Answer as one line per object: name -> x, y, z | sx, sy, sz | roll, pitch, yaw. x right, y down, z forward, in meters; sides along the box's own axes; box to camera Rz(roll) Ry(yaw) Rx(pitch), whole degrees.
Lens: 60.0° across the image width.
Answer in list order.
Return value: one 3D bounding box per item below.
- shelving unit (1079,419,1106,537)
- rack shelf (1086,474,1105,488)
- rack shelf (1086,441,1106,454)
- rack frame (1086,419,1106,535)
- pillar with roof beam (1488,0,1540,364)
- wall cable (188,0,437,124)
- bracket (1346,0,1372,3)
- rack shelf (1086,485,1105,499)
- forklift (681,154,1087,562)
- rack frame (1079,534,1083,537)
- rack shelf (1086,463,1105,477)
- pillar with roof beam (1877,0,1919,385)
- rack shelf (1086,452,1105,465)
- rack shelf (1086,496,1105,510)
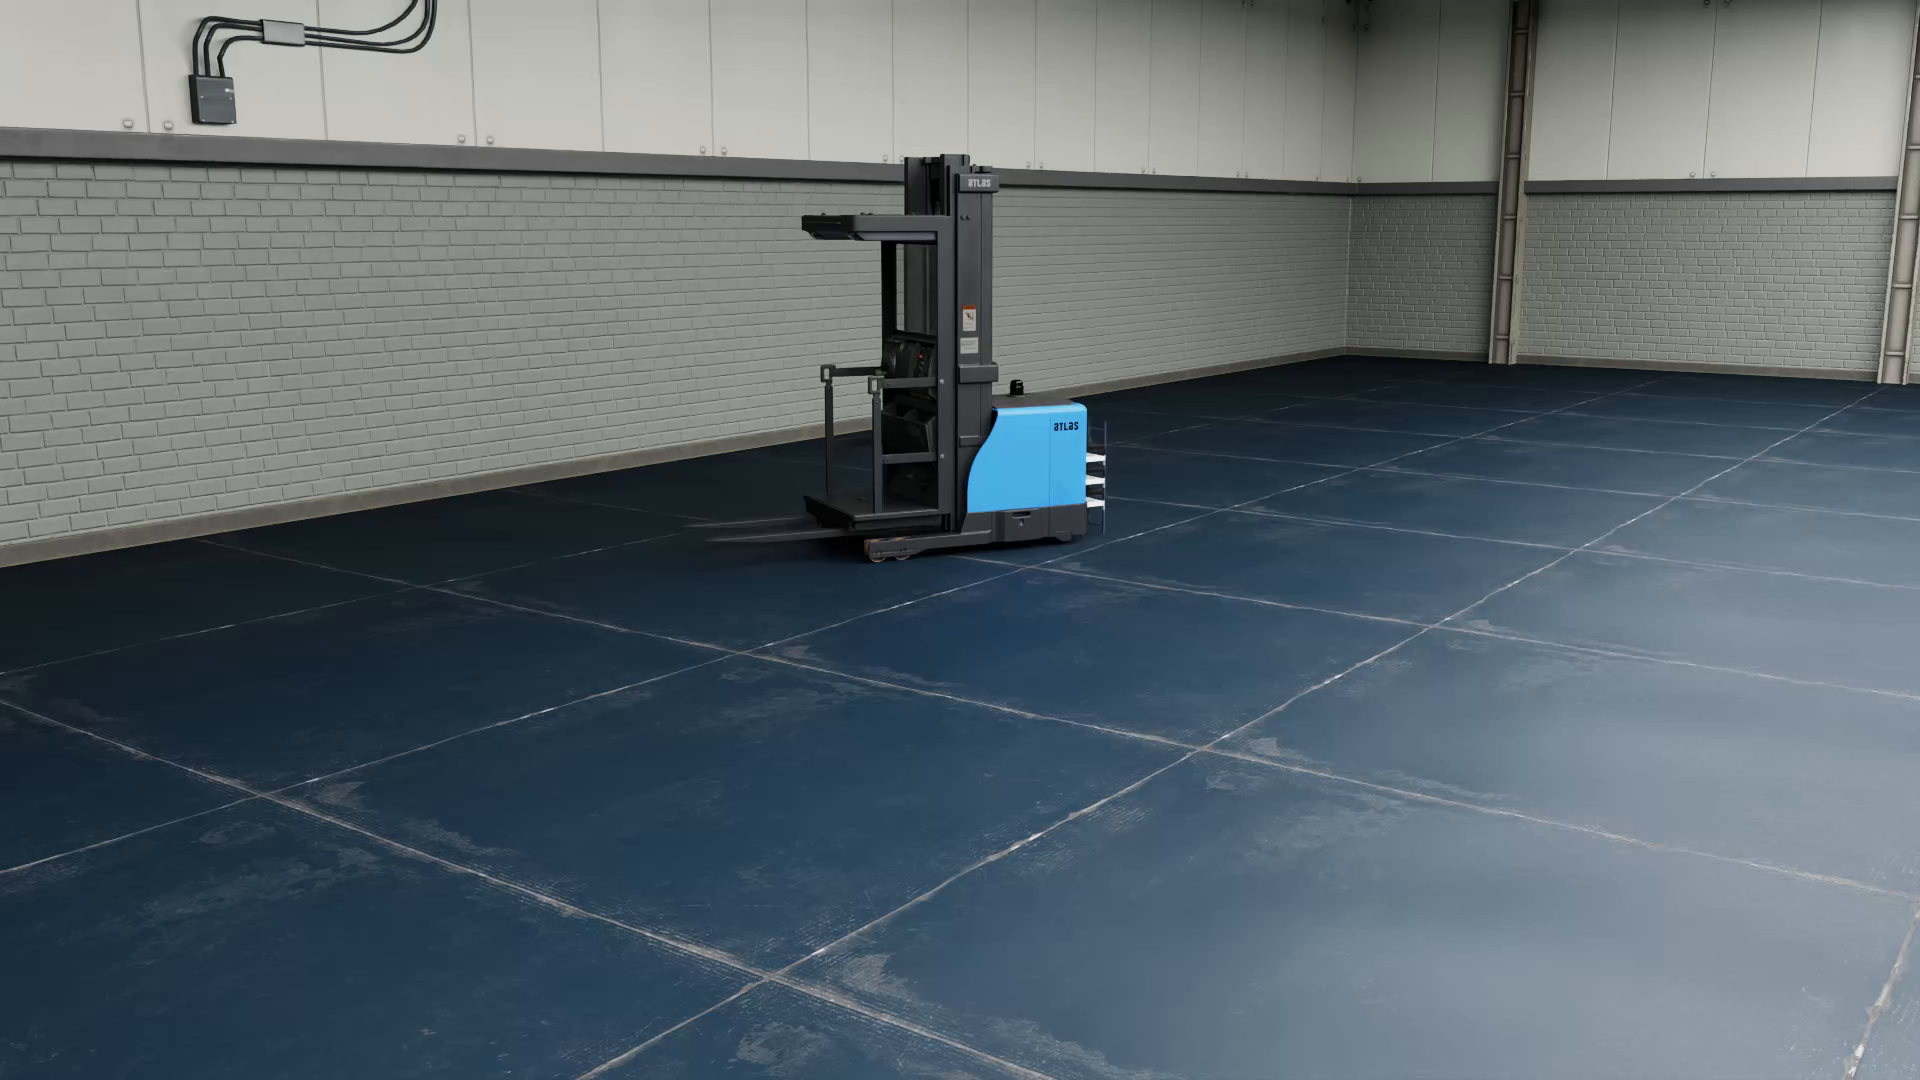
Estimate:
shelving unit -> 0.996, -0.494, 13.215 | 0.210, 0.900, 0.258 | -7, 13, -31
rack shelf -> 0.996, -0.461, 13.221 | 0.200, 0.077, 0.258 | -7, 13, -31
rack shelf -> 0.996, -0.727, 13.170 | 0.200, 0.077, 0.258 | -7, 13, -31
rack frame -> 1.082, -0.504, 13.268 | 0.006, 0.900, 0.240 | -7, 13, -31
pillar with roof beam -> 6.890, -6.836, 24.673 | 0.548, 9.000, 9.100 | 8, 13, 36
wall cable -> -5.167, -6.328, 13.092 | 0.169, 6.003, 2.305 | 8, 13, 36
bracket -> 6.983, -9.521, 29.075 | 0.430, 0.232, 0.235 | 8, 13, 36
rack shelf -> 0.996, -0.373, 13.238 | 0.200, 0.077, 0.258 | -7, 13, -31
forklift -> -0.570, -1.389, 12.493 | 3.031, 2.935, 1.130 | -5, 12, -24
rack frame -> 0.910, -0.484, 13.162 | 0.006, 0.900, 0.240 | -7, 13, -31
rack shelf -> 0.996, -0.550, 13.204 | 0.200, 0.077, 0.258 | -7, 13, -31
pillar with roof beam -> 11.726, -6.161, 21.186 | 0.400, 9.000, 9.100 | 8, 13, 36
rack shelf -> 0.996, -0.638, 13.187 | 0.200, 0.077, 0.258 | -7, 13, -31
rack shelf -> 0.996, -0.285, 13.255 | 0.200, 0.077, 0.258 | -7, 13, -31
